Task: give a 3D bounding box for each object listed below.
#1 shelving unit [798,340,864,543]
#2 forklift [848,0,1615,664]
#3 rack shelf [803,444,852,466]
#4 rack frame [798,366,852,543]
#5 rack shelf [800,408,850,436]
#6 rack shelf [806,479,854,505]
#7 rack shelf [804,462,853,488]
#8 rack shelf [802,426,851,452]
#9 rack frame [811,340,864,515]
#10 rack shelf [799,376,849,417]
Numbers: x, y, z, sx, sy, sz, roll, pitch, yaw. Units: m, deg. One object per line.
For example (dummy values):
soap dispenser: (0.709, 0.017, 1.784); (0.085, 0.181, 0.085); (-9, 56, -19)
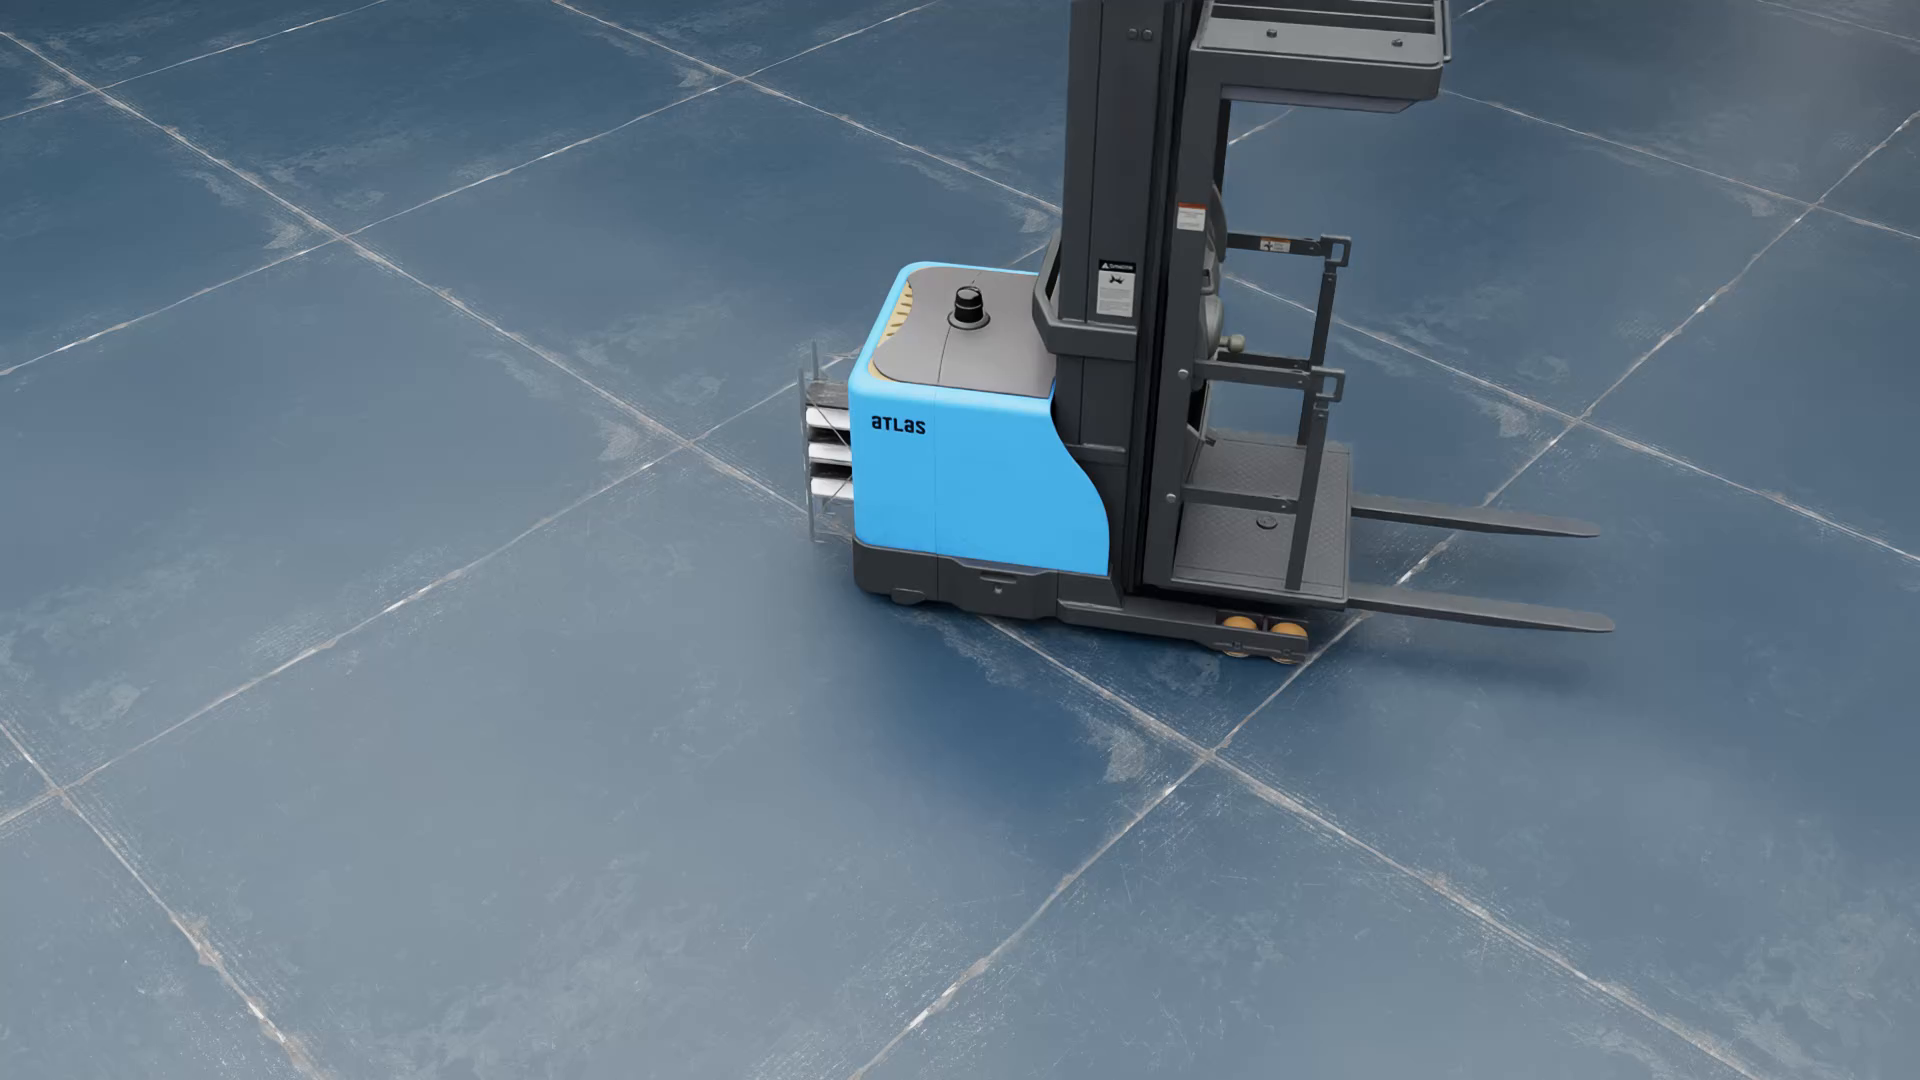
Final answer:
shelving unit: (-0.513, -0.394, 7.022); (0.258, 0.900, 0.210); (7, 39, 9)
forklift: (1.128, -1.016, 6.173); (3.031, 2.935, 1.130); (7, 39, 9)
rack shelf: (-0.513, -0.368, 7.043); (0.258, 0.077, 0.200); (7, 39, 9)
rack frame: (-0.534, -0.332, 6.944); (0.240, 0.900, 0.006); (7, 39, 9)
rack shelf: (-0.513, -0.509, 6.931); (0.258, 0.077, 0.200); (7, 39, 9)
rack shelf: (-0.513, -0.227, 7.155); (0.258, 0.077, 0.200); (7, 39, 9)
rack shelf: (-0.513, -0.298, 7.099); (0.258, 0.077, 0.200); (7, 39, 9)
rack shelf: (-0.513, -0.439, 6.987); (0.258, 0.077, 0.200); (7, 39, 9)
rack frame: (-0.493, -0.456, 7.100); (0.240, 0.900, 0.006); (7, 39, 9)
rack shelf: (-0.514, -0.580, 6.875); (0.258, 0.077, 0.200); (7, 39, 9)
